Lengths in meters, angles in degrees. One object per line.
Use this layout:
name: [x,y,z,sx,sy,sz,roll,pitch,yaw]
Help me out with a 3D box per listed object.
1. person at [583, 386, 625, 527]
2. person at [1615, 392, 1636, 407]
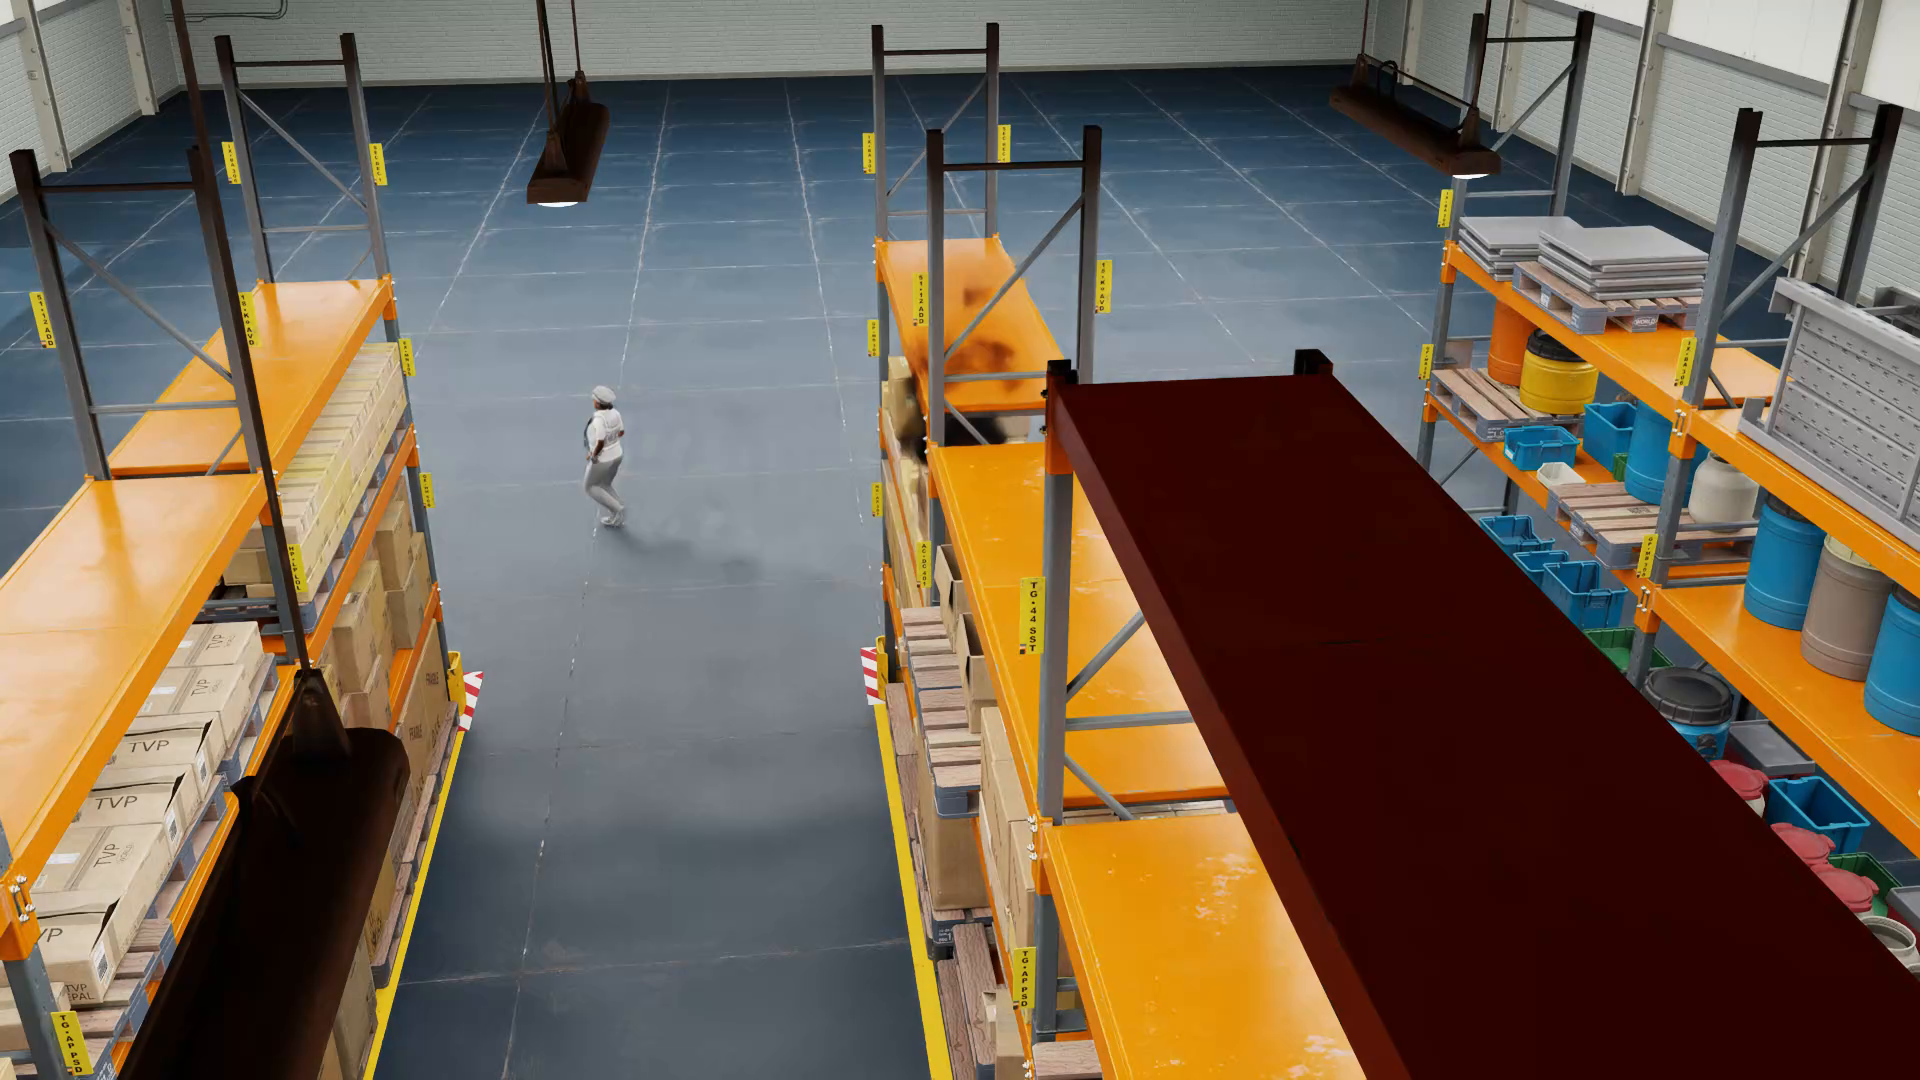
person: [-3.984,-0.932,18.532,0.568,1.654,0.570,12,28,23]
person: [7.433,-0.828,18.411,0.974,1.654,0.575,7,26,15]
